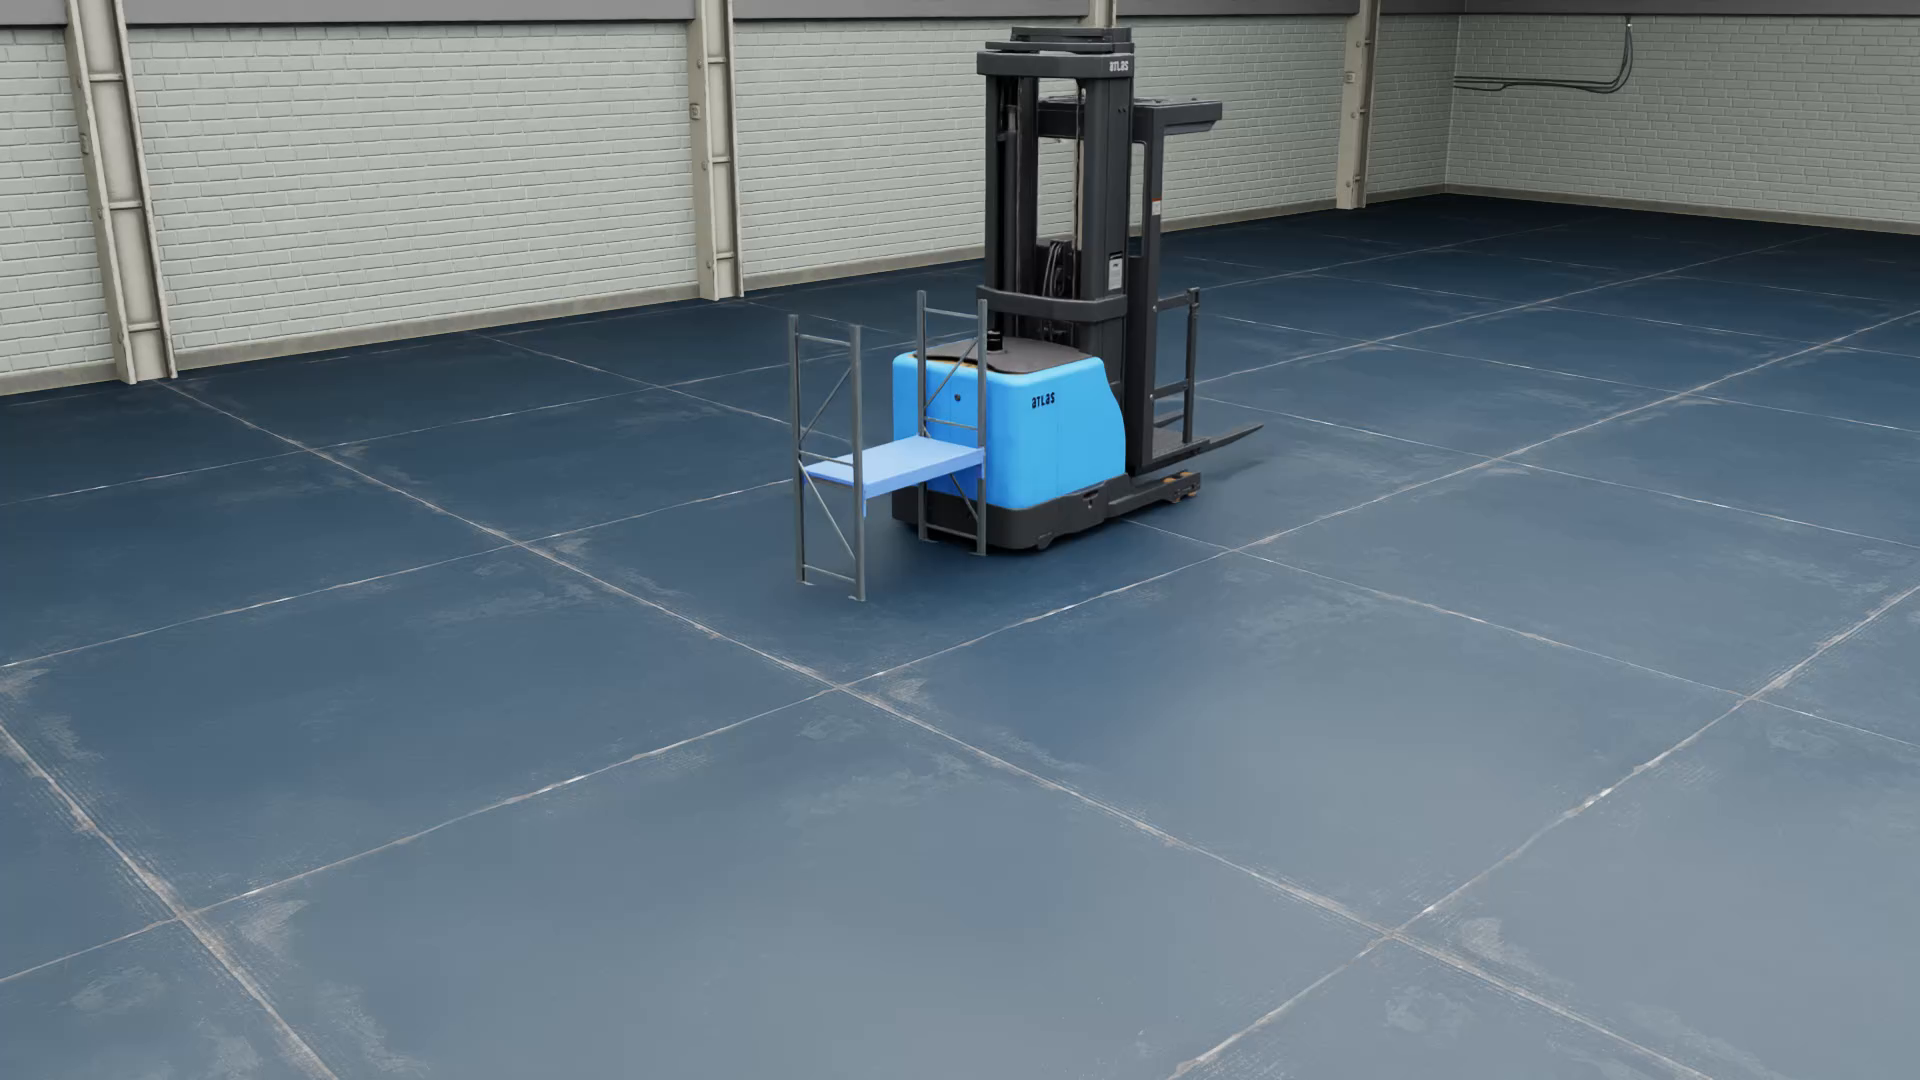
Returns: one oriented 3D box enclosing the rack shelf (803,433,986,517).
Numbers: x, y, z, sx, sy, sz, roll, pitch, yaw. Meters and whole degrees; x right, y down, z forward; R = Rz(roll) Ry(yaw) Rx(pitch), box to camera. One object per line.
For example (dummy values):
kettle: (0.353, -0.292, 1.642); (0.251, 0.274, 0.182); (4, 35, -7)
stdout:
rack shelf: (-0.379, -0.376, 9.295); (0.538, 0.185, 1.000); (15, 23, 38)

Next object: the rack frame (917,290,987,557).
rack frame: (-0.048, -0.666, 9.607); (0.500, 1.500, 0.032); (15, 23, 38)

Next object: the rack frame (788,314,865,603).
rack frame: (-0.710, -0.428, 8.873); (0.500, 1.500, 0.032); (15, 23, 38)

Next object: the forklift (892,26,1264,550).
forklift: (0.923, -1.718, 10.531); (1.130, 2.935, 3.031); (15, 23, 38)

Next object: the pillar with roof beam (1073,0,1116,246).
pillar with roof beam: (4.705, -7.249, 17.753); (0.400, 9.000, 9.100); (-16, 24, -41)

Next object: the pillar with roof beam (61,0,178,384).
pillar with roof beam: (-4.014, -4.707, 9.911); (0.400, 9.000, 9.100); (-16, 24, -41)

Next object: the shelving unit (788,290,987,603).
shelving unit: (-0.379, -0.547, 9.240); (0.538, 1.500, 1.048); (15, 23, 38)

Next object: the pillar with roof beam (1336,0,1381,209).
pillar with roof beam: (9.065, -8.521, 21.675); (0.400, 9.000, 9.100); (-16, 24, -41)

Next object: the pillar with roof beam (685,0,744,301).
pillar with roof beam: (0.346, -5.978, 13.832); (0.400, 9.000, 9.100); (-16, 24, -41)

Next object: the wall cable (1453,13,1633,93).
wall cable: (9.156, -8.336, 26.140); (0.112, 2.526, 3.097); (-16, 24, -41)
